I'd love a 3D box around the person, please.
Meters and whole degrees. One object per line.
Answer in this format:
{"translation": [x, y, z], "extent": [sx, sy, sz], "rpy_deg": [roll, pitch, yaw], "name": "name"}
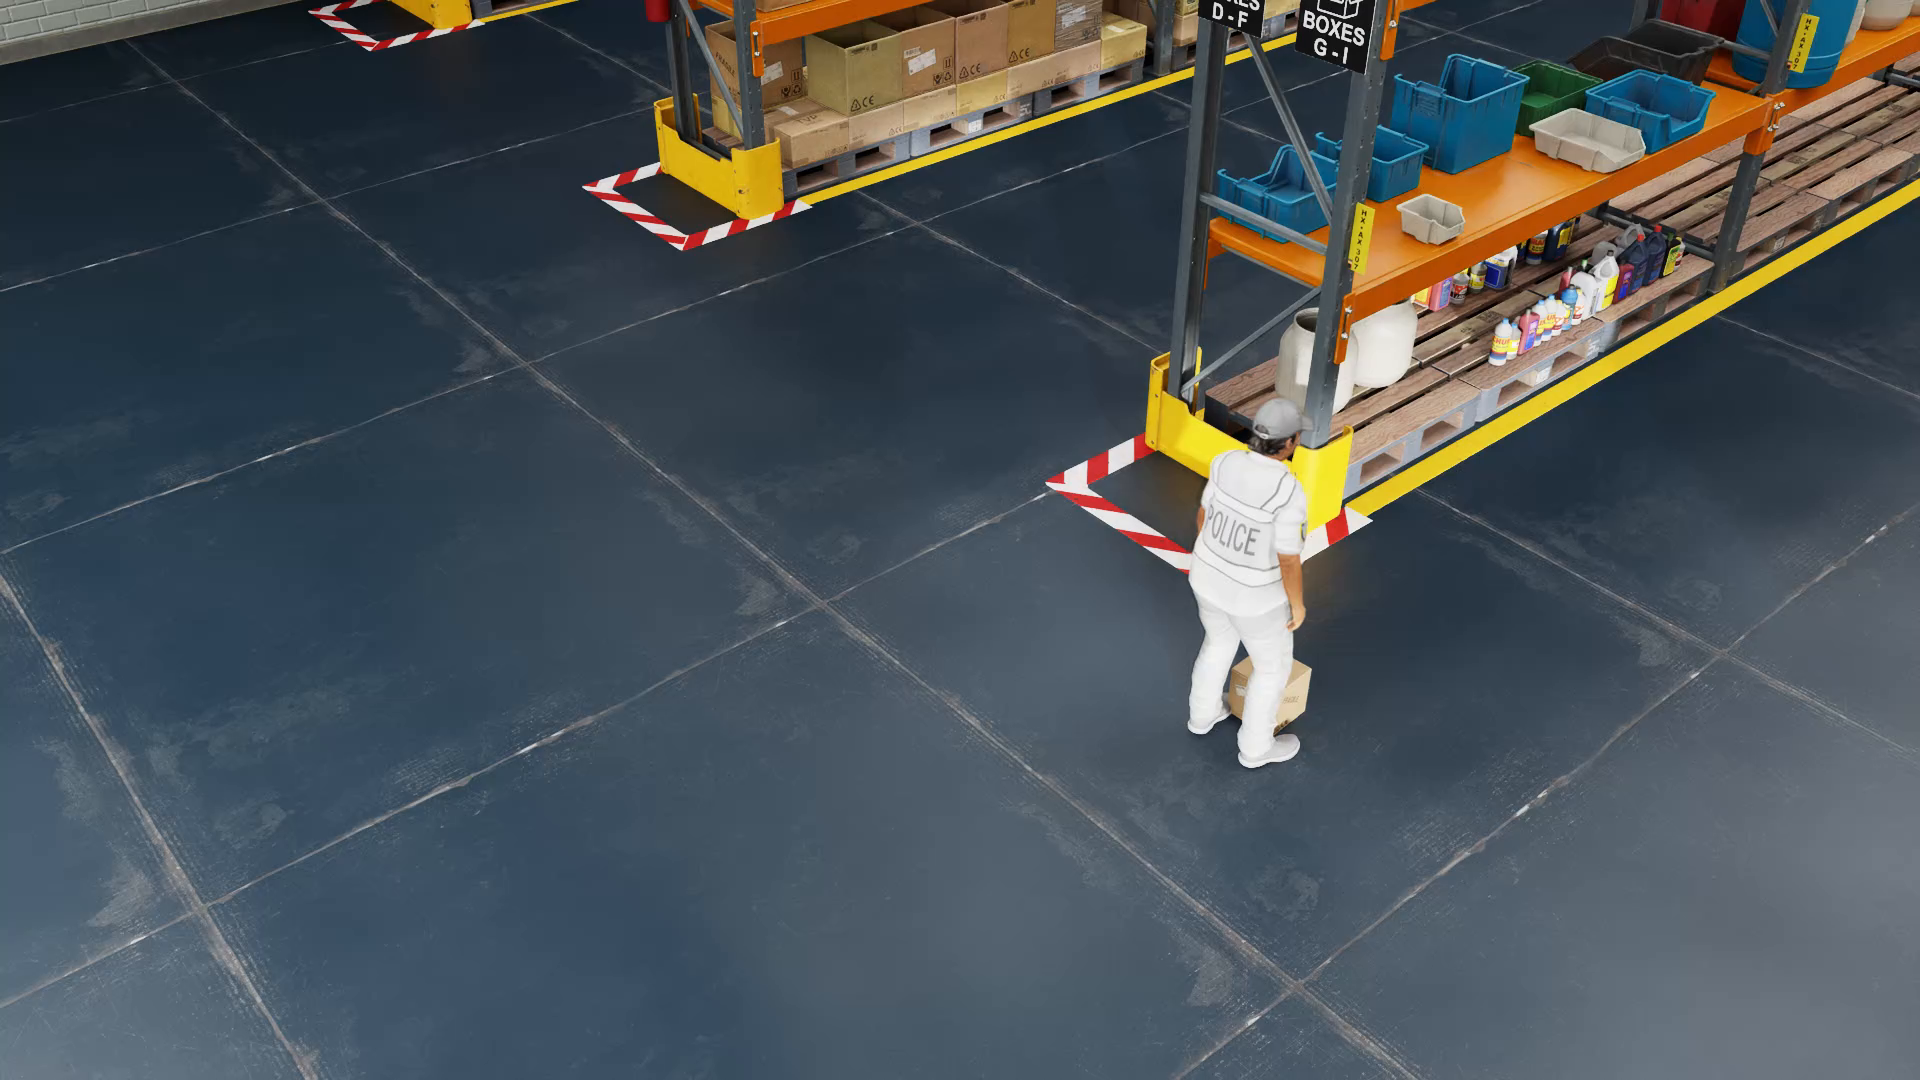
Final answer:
{"translation": [1.204, 0.178, 6.827], "extent": [0.468, 1.666, 0.541], "rpy_deg": [-26, 44, -31], "name": "person"}
